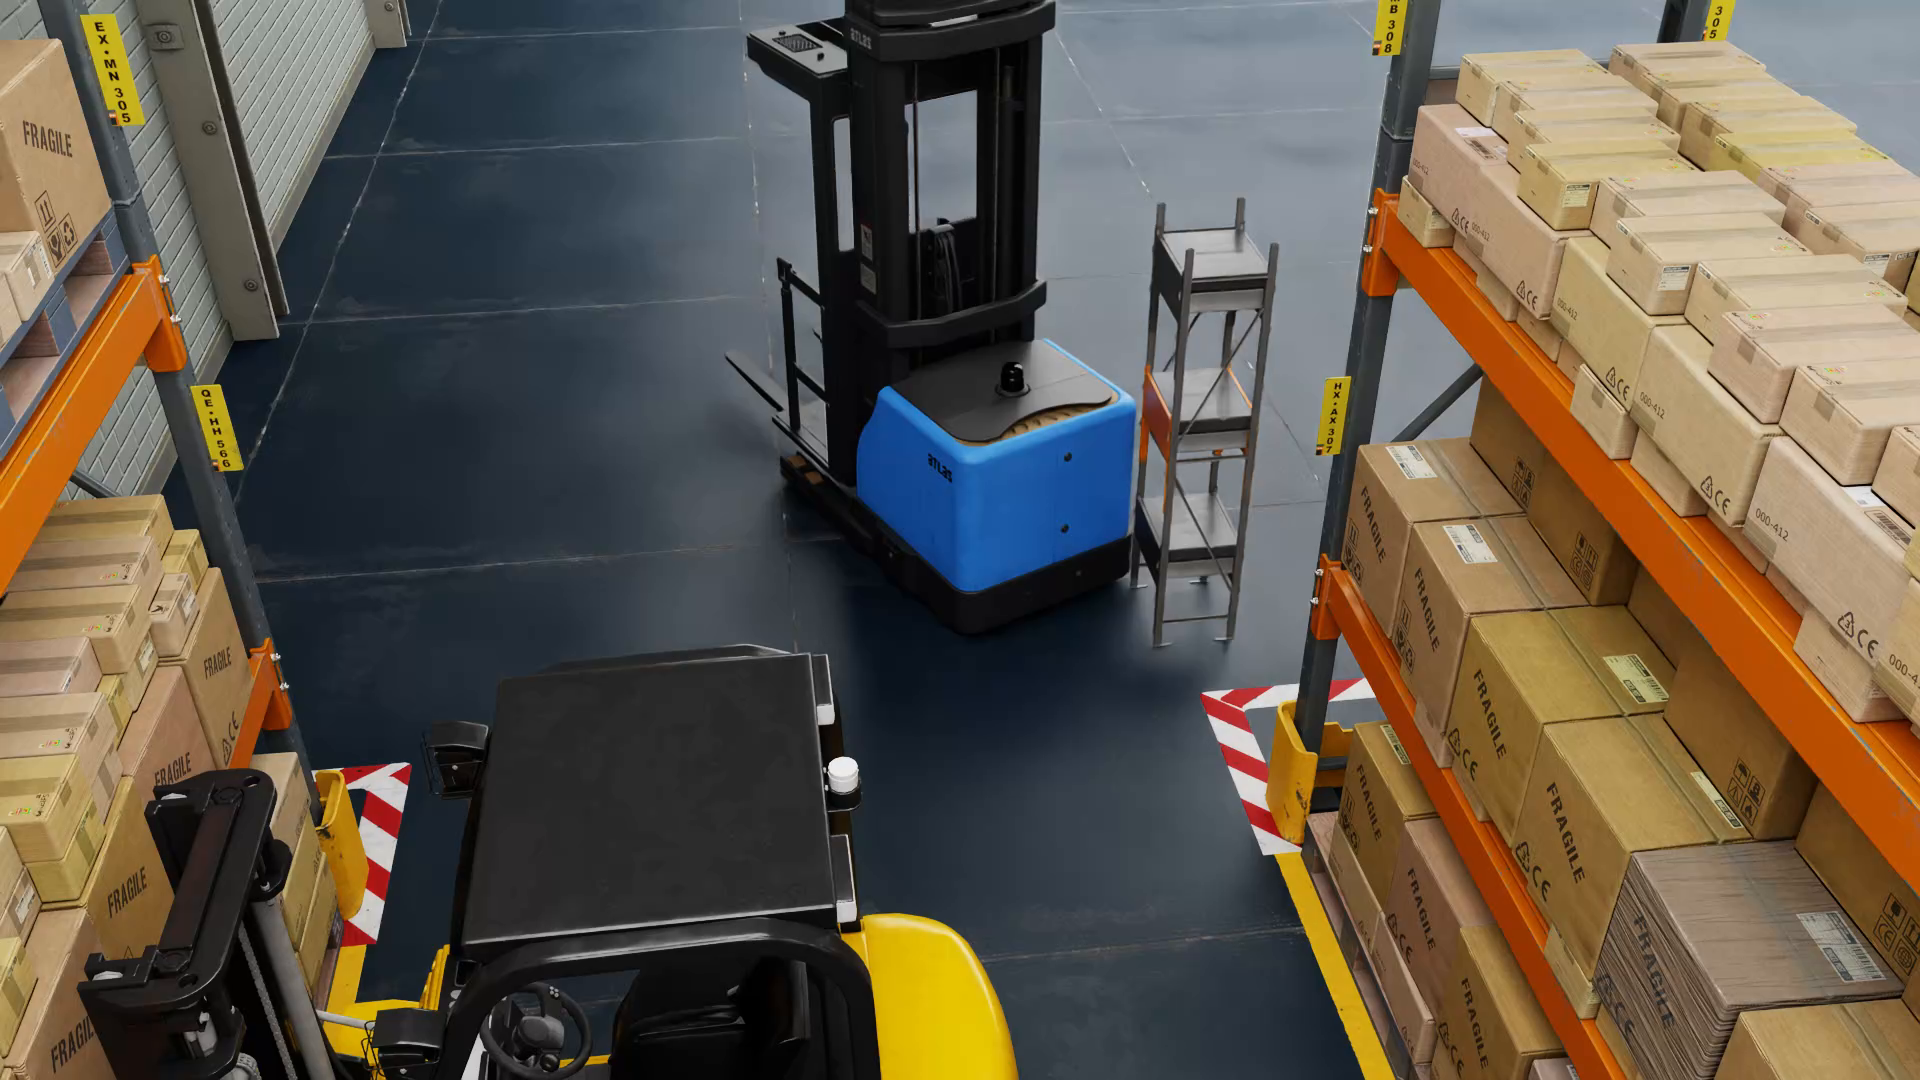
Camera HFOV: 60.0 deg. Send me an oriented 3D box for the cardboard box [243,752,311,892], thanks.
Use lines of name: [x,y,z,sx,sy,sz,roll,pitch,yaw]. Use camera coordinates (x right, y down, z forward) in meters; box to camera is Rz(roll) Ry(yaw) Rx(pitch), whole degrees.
cardboard box: [-2.635,1.024,5.893,0.500,0.250,0.500,-3,34,-5]

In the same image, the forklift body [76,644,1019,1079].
forklift body: [-0.943,1.512,4.750,2.313,2.155,1.214,-4,35,-6]

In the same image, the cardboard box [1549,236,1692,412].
cardboard box: [1.868,-0.568,4.255,0.500,0.250,0.500,-3,34,-5]

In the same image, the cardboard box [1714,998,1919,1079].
cardboard box: [2.068,1.415,3.786,0.500,0.500,0.500,-3,34,-5]

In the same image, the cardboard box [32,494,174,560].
cardboard box: [-2.749,-0.007,5.297,0.380,0.149,0.250,-4,35,-6]

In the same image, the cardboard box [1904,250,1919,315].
cardboard box: [2.489,-0.583,3.921,0.380,0.149,0.250,-4,34,-5]

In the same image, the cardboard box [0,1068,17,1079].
cardboard box: [-2.425,1.593,3.789,0.500,0.500,0.500,-5,35,-7]

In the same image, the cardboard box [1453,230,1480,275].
cardboard box: [1.759,-0.923,5.129,0.380,0.149,0.250,-5,35,-8]

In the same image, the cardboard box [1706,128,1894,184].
cardboard box: [2.282,-1.003,4.538,0.380,0.149,0.250,-4,34,-6]

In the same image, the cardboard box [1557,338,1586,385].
cardboard box: [1.858,-0.489,4.492,0.380,0.149,0.250,-5,35,-8]

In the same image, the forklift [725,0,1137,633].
forklift: [-0.346,-1.552,8.554,1.130,2.935,3.031,-20,39,-26]

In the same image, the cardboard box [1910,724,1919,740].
cardboard box: [2.113,0.373,3.227,0.380,0.149,0.250,-5,35,-8]

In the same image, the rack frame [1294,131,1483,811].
rack frame: [1.912,-0.137,6.416,1.000,3.000,0.127,-4,35,-6]

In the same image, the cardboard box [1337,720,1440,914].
cardboard box: [1.750,1.000,6.150,0.500,0.500,0.500,-5,35,-8]

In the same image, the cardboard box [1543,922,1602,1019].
cardboard box: [1.889,1.190,4.692,0.380,0.149,0.250,-4,34,-6]

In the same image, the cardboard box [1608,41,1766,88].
cardboard box: [2.250,-1.436,5.173,0.380,0.149,0.250,-4,34,-6]

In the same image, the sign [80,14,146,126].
sign: [-2.467,-1.365,4.838,0.100,0.325,0.005,-4,35,-6]

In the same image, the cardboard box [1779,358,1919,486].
cardboard box: [1.950,-0.249,3.432,0.380,0.149,0.250,-4,34,-6]

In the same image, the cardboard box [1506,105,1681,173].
cardboard box: [1.780,-1.105,4.688,0.380,0.149,0.250,-4,35,-6]

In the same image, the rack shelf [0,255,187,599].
rack shelf: [-2.737,0.415,3.582,1.077,0.370,4.000,-4,35,-6]

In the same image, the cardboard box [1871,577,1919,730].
cardboard box: [2.055,0.287,3.000,0.500,0.250,0.500,-5,35,-7]

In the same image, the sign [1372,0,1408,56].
sign: [1.374,-1.697,5.265,0.100,0.325,0.005,-4,35,-6]

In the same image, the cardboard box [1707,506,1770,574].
cardboard box: [1.992,-0.063,3.868,0.380,0.149,0.250,-5,35,-7]

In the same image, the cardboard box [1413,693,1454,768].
cardboard box: [1.744,0.611,5.541,0.380,0.149,0.250,-4,34,-6]

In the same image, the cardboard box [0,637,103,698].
cardboard box: [-2.663,0.416,4.675,0.380,0.149,0.250,-4,34,-6]

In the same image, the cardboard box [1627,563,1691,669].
cardboard box: [2.428,0.114,4.807,0.700,0.500,0.500,-5,35,-7]

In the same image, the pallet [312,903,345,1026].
pallet: [-2.862,1.817,6.025,1.003,0.211,1.213,-4,35,-6]

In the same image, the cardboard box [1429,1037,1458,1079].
cardboard box: [1.893,1.886,5.517,0.500,0.250,0.500,-2,34,-3]

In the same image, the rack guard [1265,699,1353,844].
rack guard: [1.922,0.938,7.058,1.175,0.500,0.348,-4,35,-6]

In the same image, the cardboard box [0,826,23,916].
cardboard box: [-2.537,0.848,4.041,0.380,0.149,0.250,-4,34,-6]

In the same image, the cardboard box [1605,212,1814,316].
cardboard box: [1.822,-0.676,4.059,0.380,0.149,0.250,-3,34,-5]

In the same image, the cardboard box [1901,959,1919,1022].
cardboard box: [2.558,0.969,3.552,0.700,0.500,0.500,-4,34,-6]

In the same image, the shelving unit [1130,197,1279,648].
shelving unit: [1.105,-0.498,7.745,0.431,2.100,0.503,-5,35,-7]

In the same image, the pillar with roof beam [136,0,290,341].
pillar with roof beam: [-0.347,-5.455,8.893,9.100,9.000,0.400,-4,35,-6]

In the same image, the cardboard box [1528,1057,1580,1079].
cardboard box: [1.964,1.870,4.874,0.500,0.500,0.500,-3,34,-4]

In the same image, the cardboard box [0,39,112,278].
cardboard box: [-2.705,-1.026,4.507,0.500,0.500,0.500,-3,34,-5]

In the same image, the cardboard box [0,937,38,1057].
cardboard box: [-2.439,1.102,3.934,0.380,0.149,0.250,-5,35,-7]

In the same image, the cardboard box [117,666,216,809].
cardboard box: [-2.619,0.745,5.034,0.500,0.500,0.500,-3,34,-5]

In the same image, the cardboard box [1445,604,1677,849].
cardboard box: [1.843,0.557,5.045,0.500,0.500,0.500,-5,35,-7]

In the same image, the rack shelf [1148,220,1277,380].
rack shelf: [1.105,-1.065,7.359,0.431,0.518,0.480,-5,35,-7]

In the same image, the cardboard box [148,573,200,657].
cardboard box: [-2.618,0.244,5.192,0.380,0.149,0.250,-4,34,-6]

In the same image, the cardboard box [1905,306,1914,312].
cardboard box: [2.389,-0.602,4.304,0.500,0.250,0.500,-3,34,-5]

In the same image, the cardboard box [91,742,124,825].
cardboard box: [-2.539,0.678,4.555,0.380,0.149,0.250,-5,35,-8]

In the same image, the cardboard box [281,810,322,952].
cardboard box: [-2.631,1.245,6.013,0.500,0.250,0.500,-5,35,-7]
